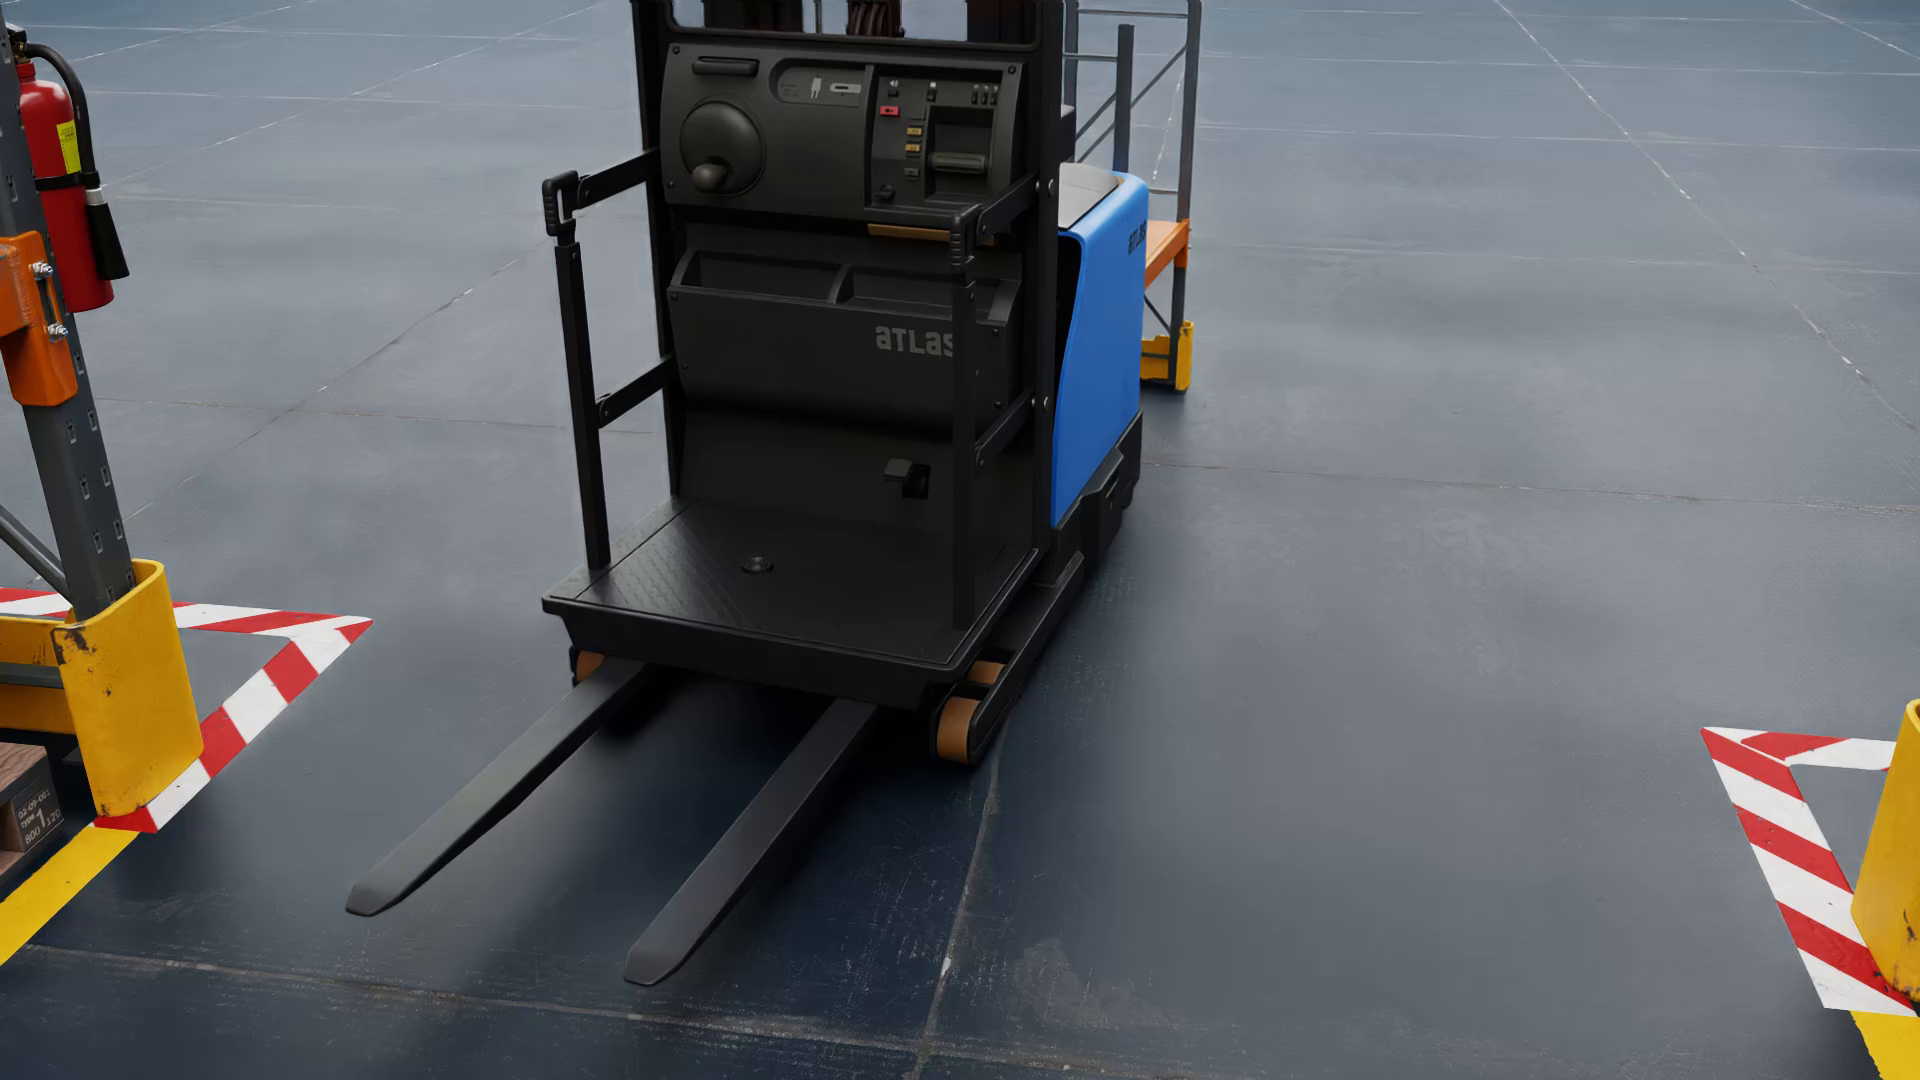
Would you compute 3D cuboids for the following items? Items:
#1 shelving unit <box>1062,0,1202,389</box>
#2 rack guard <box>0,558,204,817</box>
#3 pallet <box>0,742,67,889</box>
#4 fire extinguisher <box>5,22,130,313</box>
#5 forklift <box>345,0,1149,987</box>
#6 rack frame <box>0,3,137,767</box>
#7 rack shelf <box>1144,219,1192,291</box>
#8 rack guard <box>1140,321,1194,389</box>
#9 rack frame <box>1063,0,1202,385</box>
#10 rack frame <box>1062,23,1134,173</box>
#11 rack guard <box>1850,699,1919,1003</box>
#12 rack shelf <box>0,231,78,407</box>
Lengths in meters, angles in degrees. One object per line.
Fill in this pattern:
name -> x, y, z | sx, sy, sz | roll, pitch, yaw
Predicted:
shelving unit -> 0.458, -1.125, 5.885 | 0.587, 1.500, 1.083 | 8, 26, 17
rack guard -> -2.473, 0.310, 3.997 | 1.175, 0.500, 0.348 | 4, 25, 9
pallet -> -2.641, 0.779, 3.338 | 1.003, 0.211, 1.213 | 4, 25, 9
fire extinguisher -> -1.987, -0.834, 3.585 | 0.296, 0.674, 0.183 | 4, 25, 9
forklift -> -0.370, -0.972, 3.870 | 1.130, 2.935, 3.031 | 8, 26, 17
rack frame -> -2.460, -0.853, 3.535 | 1.000, 3.000, 0.127 | 4, 25, 9
rack shelf -> 0.461, -0.966, 5.969 | 0.538, 0.185, 1.000 | 8, 26, 17
rack guard -> 0.623, -0.758, 6.575 | 0.587, 0.250, 0.087 | 8, 26, 17
rack frame -> 0.629, -1.332, 6.327 | 0.500, 1.500, 0.032 | 8, 26, 17
rack frame -> 0.292, -0.926, 5.458 | 0.500, 1.500, 0.032 | 8, 26, 17
rack guard -> 2.460, 0.657, 3.257 | 1.175, 0.500, 0.348 | 4, 25, 9
rack shelf -> -2.787, 0.309, 1.900 | 1.077, 0.370, 4.000 | 4, 25, 9
